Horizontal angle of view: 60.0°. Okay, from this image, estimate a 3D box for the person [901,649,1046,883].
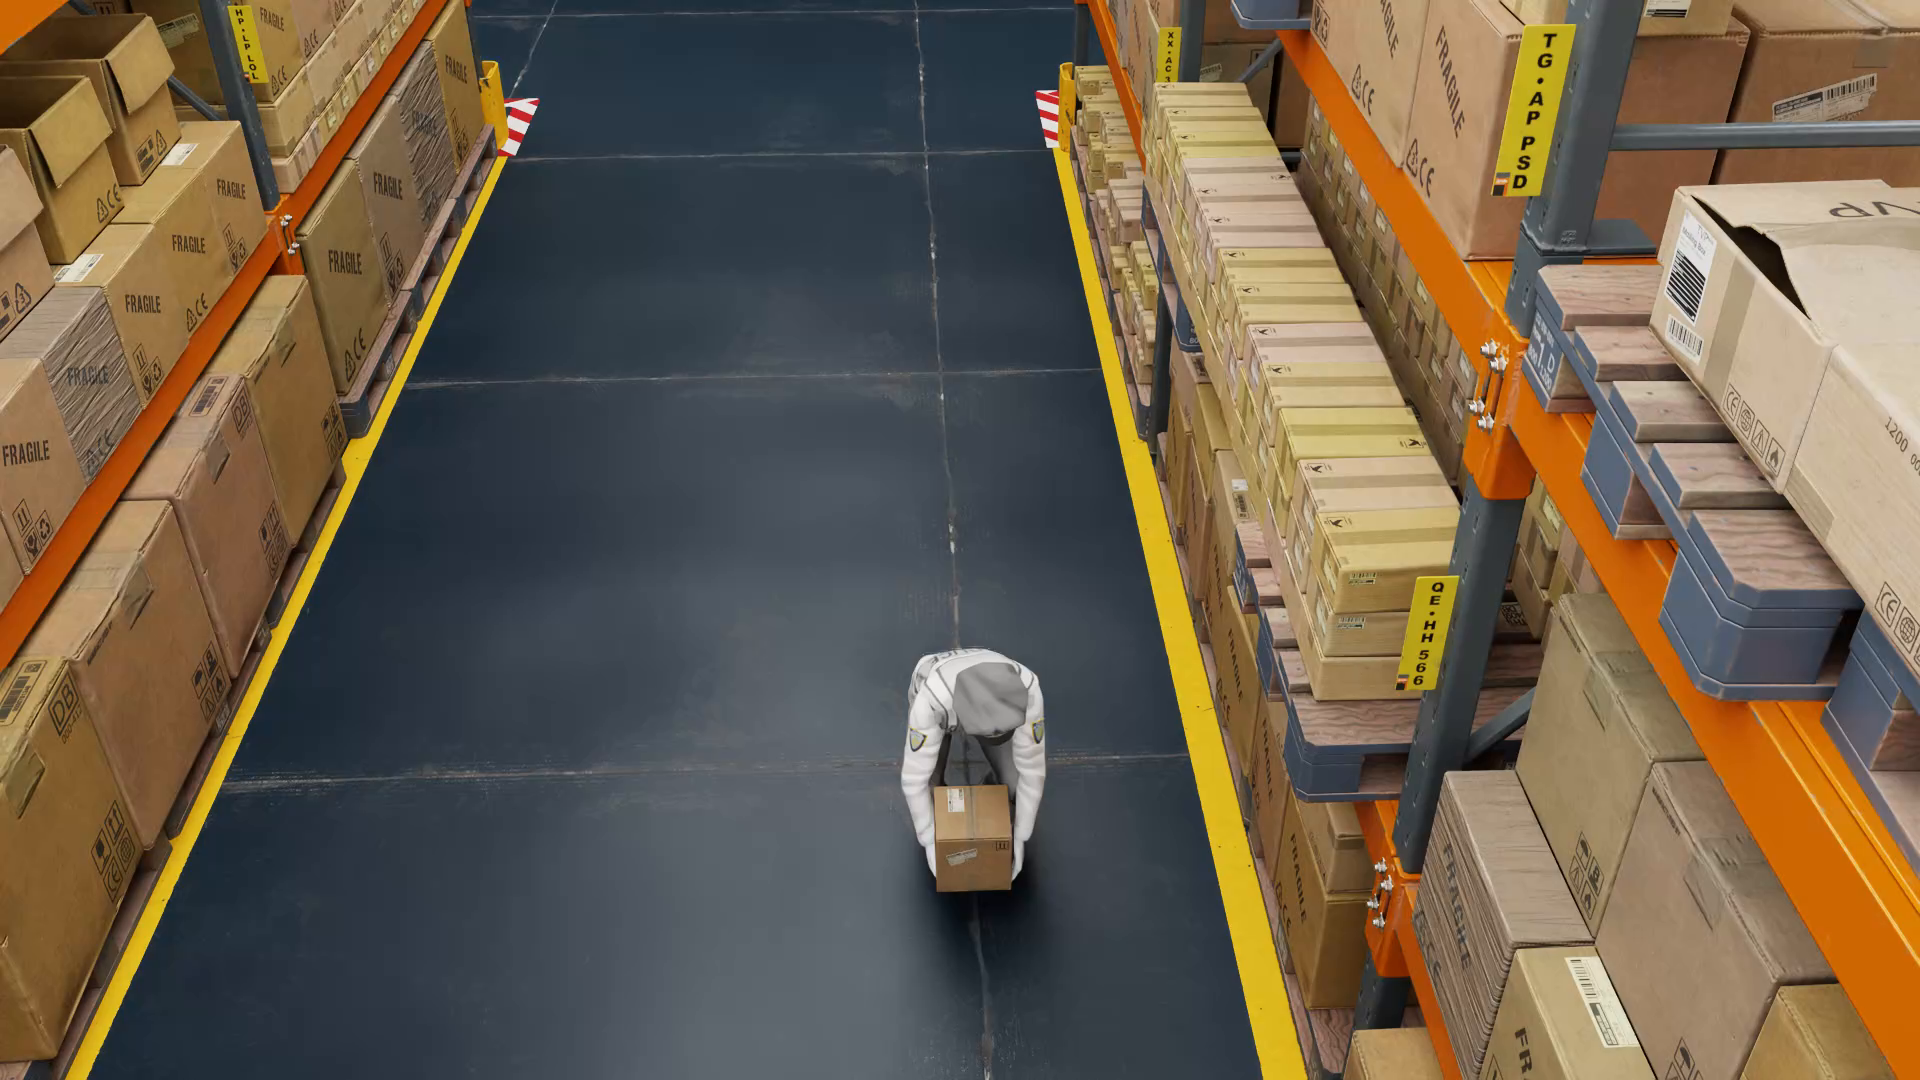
[{"bbox_3d":[0.037,0.683,5.798,0.497,0.964,0.821,-2,35,-3],"label":"person"}]
